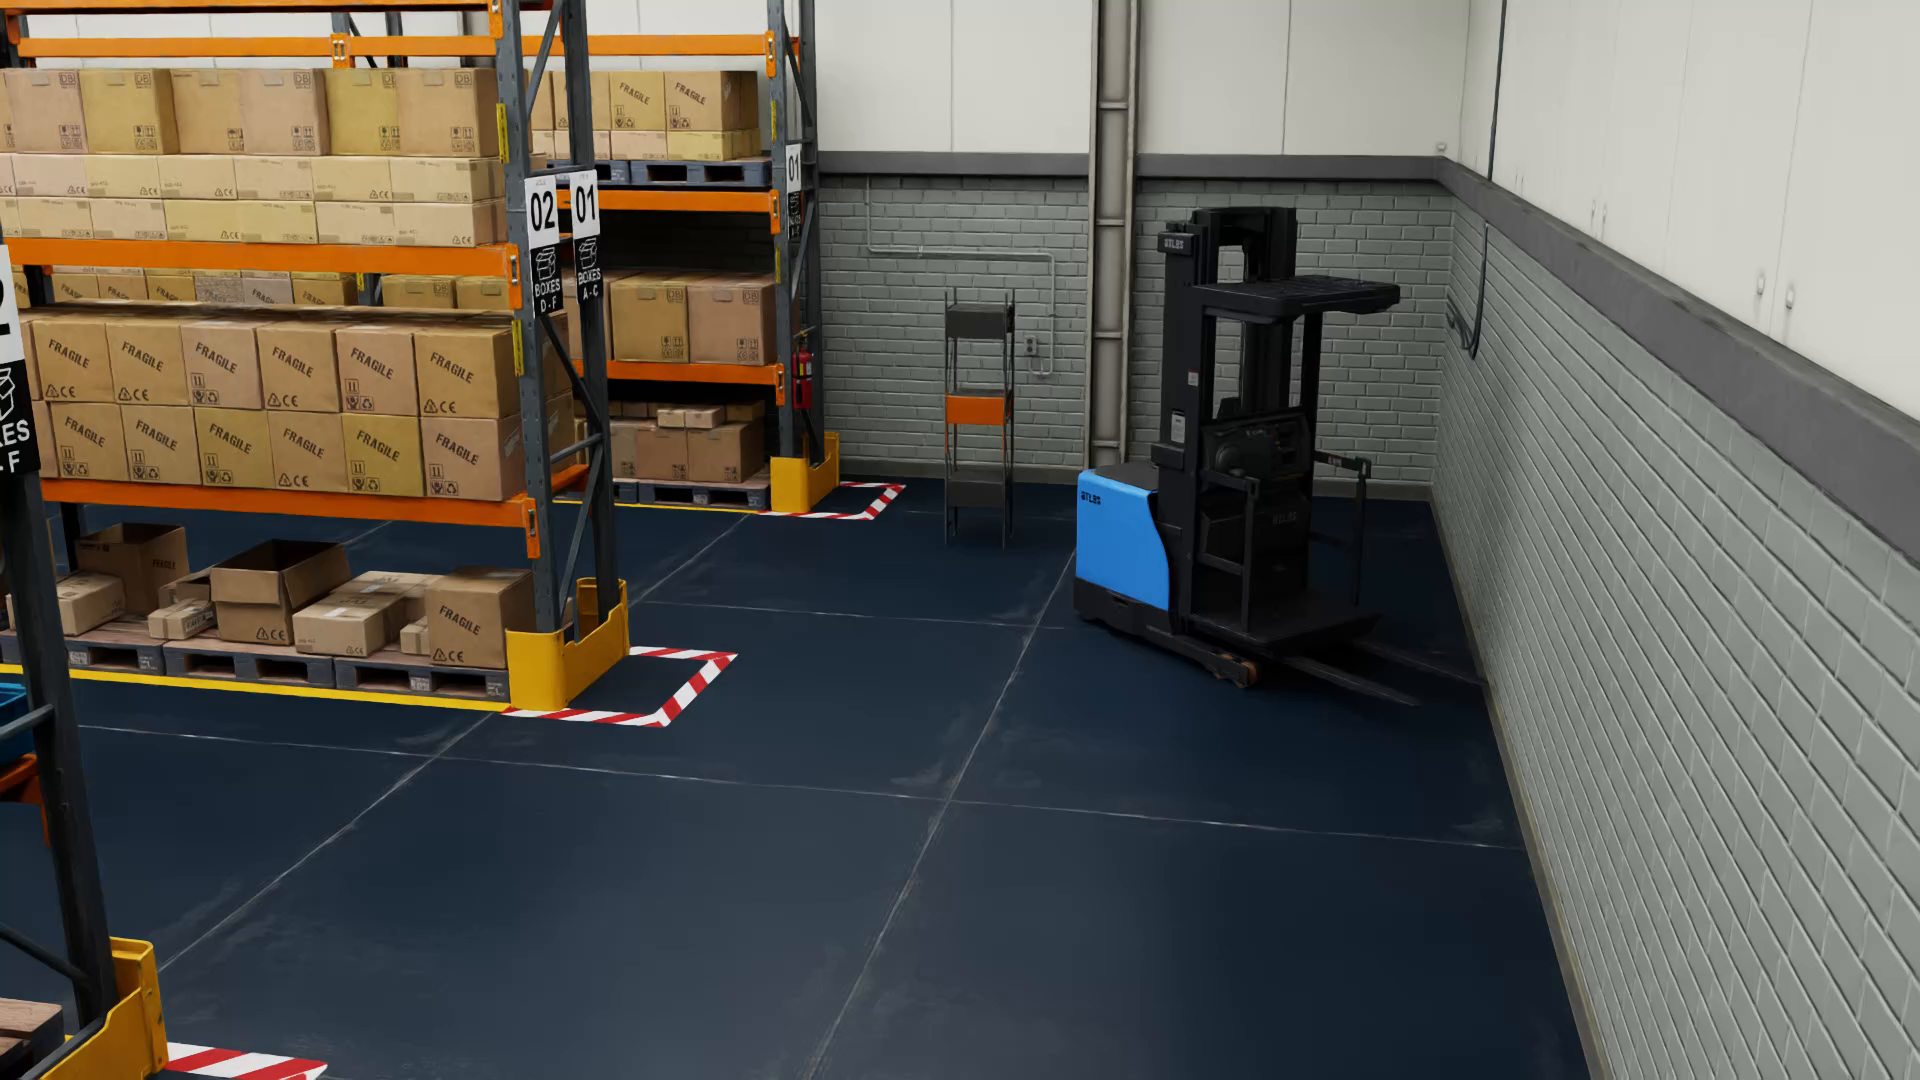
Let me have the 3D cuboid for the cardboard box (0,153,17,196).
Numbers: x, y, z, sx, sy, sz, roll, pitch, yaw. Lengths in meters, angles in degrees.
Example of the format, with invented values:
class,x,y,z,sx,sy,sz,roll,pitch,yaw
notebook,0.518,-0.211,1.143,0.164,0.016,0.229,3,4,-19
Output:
class,x,y,z,sx,sy,sz,roll,pitch,yaw
cardboard box,-5.921,-2.283,10.341,0.500,0.250,0.500,3,16,11

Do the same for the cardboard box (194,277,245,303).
class,x,y,z,sx,sy,sz,roll,pitch,yaw
cardboard box,-6.860,-2.269,15.783,0.500,0.500,0.500,3,16,11

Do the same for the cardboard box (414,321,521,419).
class,x,y,z,sx,sy,sz,roll,pitch,yaw
cardboard box,-2.920,-1.029,10.027,0.500,0.500,0.500,3,16,11

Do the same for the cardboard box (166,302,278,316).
class,x,y,z,sx,sy,sz,roll,pitch,yaw
cardboard box,-4.805,-1.277,10.924,0.500,0.500,0.500,3,16,12

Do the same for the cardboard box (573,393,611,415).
class,x,y,z,sx,sy,sz,roll,pitch,yaw
cardboard box,-3.479,-1.291,15.714,0.250,0.149,0.380,3,16,10

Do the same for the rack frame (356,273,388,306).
class,x,y,z,sx,sy,sz,roll,pitch,yaw
rack frame,-5.365,-2.056,15.795,0.127,3.000,1.000,3,16,11

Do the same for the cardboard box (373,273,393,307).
class,x,y,z,sx,sy,sz,roll,pitch,yaw
cardboard box,-5.765,-2.347,16.066,0.500,0.500,0.500,3,16,9

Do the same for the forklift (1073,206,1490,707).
class,x,y,z,sx,sy,sz,roll,pitch,yaw
forklift,2.065,-0.615,10.723,1.130,2.935,3.031,-10,19,-33

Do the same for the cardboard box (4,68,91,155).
class,x,y,z,sx,sy,sz,roll,pitch,yaw
cardboard box,-5.403,-2.656,10.282,0.500,0.500,0.700,3,16,11

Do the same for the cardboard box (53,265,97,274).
class,x,y,z,sx,sy,sz,roll,pitch,yaw
cardboard box,-8.364,-2.711,15.974,0.500,0.250,0.500,3,16,10

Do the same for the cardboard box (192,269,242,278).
class,x,y,z,sx,sy,sz,roll,pitch,yaw
cardboard box,-6.873,-2.633,15.693,0.500,0.250,0.500,3,16,12

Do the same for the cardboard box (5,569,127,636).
class,x,y,z,sx,sy,sz,roll,pitch,yaw
cardboard box,-5.980,0.403,11.131,0.500,0.311,0.500,3,16,11

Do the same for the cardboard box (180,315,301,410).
class,x,y,z,sx,sy,sz,roll,pitch,yaw
cardboard box,-4.427,-1.109,10.317,0.500,0.500,0.500,4,16,13

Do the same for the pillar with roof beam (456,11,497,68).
class,x,y,z,sx,sy,sz,roll,pitch,yaw
pillar with roof beam,-5.364,-4.010,11.611,0.400,9.000,9.100,3,16,11

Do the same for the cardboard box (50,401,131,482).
class,x,y,z,sx,sy,sz,roll,pitch,yaw
cardboard box,-5.401,-0.683,10.652,0.500,0.500,0.500,3,16,12

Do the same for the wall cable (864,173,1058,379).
class,x,y,z,sx,sy,sz,roll,pitch,yaw
wall cable,-0.002,-2.512,15.539,1.851,1.984,0.084,3,16,11

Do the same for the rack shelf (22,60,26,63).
class,x,y,z,sx,sy,sz,roll,pitch,yaw
rack shelf,-11.245,-4.727,16.296,4.000,0.370,1.077,3,16,11

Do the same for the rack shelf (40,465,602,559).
class,x,y,z,sx,sy,sz,roll,pitch,yaw
rack shelf,-4.388,-0.307,10.828,4.000,0.370,1.077,3,16,11

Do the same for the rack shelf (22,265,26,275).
class,x,y,z,sx,sy,sz,roll,pitch,yaw
rack shelf,-8.308,-1.965,11.196,4.000,0.370,1.077,3,16,11

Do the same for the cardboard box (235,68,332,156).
class,x,y,z,sx,sy,sz,roll,pitch,yaw
cardboard box,-3.920,-2.593,10.055,0.500,0.500,0.700,3,16,11

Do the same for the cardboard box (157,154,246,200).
class,x,y,z,sx,sy,sz,roll,pitch,yaw
cardboard box,-4.453,-2.201,10.044,0.500,0.250,0.500,3,16,11

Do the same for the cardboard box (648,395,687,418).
class,x,y,z,sx,sy,sz,roll,pitch,yaw
cardboard box,-2.730,-1.250,15.568,0.250,0.149,0.380,3,16,12

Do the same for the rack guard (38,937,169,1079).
class,x,y,z,sx,sy,sz,roll,pitch,yaw
rack guard,-3.393,1.951,6.012,0.348,0.500,1.175,3,16,11

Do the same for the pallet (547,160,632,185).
class,x,y,z,sx,sy,sz,roll,pitch,yaw
pallet,-3.373,-3.347,15.003,1.213,0.211,1.003,3,16,11

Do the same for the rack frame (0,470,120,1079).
class,x,y,z,sx,sy,sz,roll,pitch,yaw
rack frame,-3.419,0.749,5.671,0.127,3.000,1.000,3,16,11

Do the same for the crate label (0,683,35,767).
class,x,y,z,sx,sy,sz,roll,pitch,yaw
crate label,-3.596,0.701,6.043,0.303,0.233,0.416,3,16,11

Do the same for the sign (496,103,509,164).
class,x,y,z,sx,sy,sz,roll,pitch,yaw
sign,-2.559,-2.275,9.309,0.005,0.325,0.100,3,16,11

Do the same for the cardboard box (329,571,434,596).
class,x,y,z,sx,sy,sz,roll,pitch,yaw
cardboard box,-3.885,0.410,11.221,0.500,0.250,0.500,3,16,11

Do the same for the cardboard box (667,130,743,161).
class,x,y,z,sx,sy,sz,roll,pitch,yaw
cardboard box,-2.216,-3.437,14.467,0.500,0.250,0.500,4,16,13

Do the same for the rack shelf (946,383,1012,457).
class,x,y,z,sx,sy,sz,roll,pitch,yaw
rack shelf,0.162,-0.990,13.684,0.480,0.518,0.431,3,16,11

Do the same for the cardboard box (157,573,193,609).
class,x,y,z,sx,sy,sz,roll,pitch,yaw
cardboard box,-5.354,0.362,11.581,0.250,0.149,0.380,3,16,11

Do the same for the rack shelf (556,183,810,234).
class,x,y,z,sx,sy,sz,roll,pitch,yaw
rack shelf,-3.405,-3.048,15.106,4.000,0.370,1.077,3,16,11

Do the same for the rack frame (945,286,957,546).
class,x,y,z,sx,sy,sz,roll,pitch,yaw
rack frame,-0.077,-1.016,13.727,0.015,2.100,0.400,3,16,11

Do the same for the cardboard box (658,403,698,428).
class,x,y,z,sx,sy,sz,roll,pitch,yaw
cardboard box,-2.564,-1.137,15.159,0.250,0.149,0.380,4,16,13

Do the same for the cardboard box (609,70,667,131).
class,x,y,z,sx,sy,sz,roll,pitch,yaw
cardboard box,-2.705,-3.825,14.466,0.500,0.500,0.500,4,16,13

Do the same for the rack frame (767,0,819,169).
class,x,y,z,sx,sy,sz,roll,pitch,yaw
rack frame,-1.445,-4.734,14.226,0.127,3.000,1.000,3,16,11

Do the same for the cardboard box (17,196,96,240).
class,x,y,z,sx,sy,sz,roll,pitch,yaw
cardboard box,-5.432,-2.015,10.309,0.500,0.250,0.500,3,16,11

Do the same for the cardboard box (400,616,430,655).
class,x,y,z,sx,sy,sz,roll,pitch,yaw
cardboard box,-3.389,0.597,10.702,0.250,0.166,0.380,3,16,11

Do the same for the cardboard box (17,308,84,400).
class,x,y,z,sx,sy,sz,roll,pitch,yaw
cardboard box,-5.943,-1.191,10.613,0.500,0.500,0.500,4,16,13

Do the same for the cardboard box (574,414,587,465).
class,x,y,z,sx,sy,sz,roll,pitch,yaw
cardboard box,-3.658,-0.932,15.632,0.500,0.500,0.700,3,16,12

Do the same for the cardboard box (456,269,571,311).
class,x,y,z,sx,sy,sz,roll,pitch,yaw
cardboard box,-4.122,-2.127,15.490,0.700,0.700,0.980,3,16,10

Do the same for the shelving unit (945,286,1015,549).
class,x,y,z,sx,sy,sz,roll,pitch,yaw
shelving unit,0.162,-1.003,13.680,0.503,2.100,0.431,3,16,11

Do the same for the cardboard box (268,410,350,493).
class,x,y,z,sx,sy,sz,roll,pitch,yaw
cardboard box,-3.919,-0.603,10.361,0.500,0.500,0.500,3,16,12

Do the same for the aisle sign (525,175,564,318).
class,x,y,z,sx,sy,sz,roll,pitch,yaw
aisle sign,-2.423,-1.716,9.698,0.004,0.787,0.394,3,16,11

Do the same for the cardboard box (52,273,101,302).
class,x,y,z,sx,sy,sz,roll,pitch,yaw
cardboard box,-8.348,-2.347,16.063,0.500,0.500,0.500,4,16,13

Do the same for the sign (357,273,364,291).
class,x,y,z,sx,sy,sz,roll,pitch,yaw
sign,-5.463,-2.433,15.137,0.005,0.325,0.100,3,16,11

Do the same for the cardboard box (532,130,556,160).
class,x,y,z,sx,sy,sz,roll,pitch,yaw
cardboard box,-3.740,-3.518,14.761,0.500,0.250,0.500,3,16,10

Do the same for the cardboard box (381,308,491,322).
class,x,y,z,sx,sy,sz,roll,pitch,yaw
cardboard box,-3.325,-1.196,10.629,0.500,0.500,0.500,3,16,12

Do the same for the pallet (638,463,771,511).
class,x,y,z,sx,sy,sz,roll,pitch,yaw
pallet,-2.244,-0.521,15.479,1.213,0.211,1.003,3,16,11

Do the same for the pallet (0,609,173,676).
class,x,y,z,sx,sy,sz,roll,pitch,yaw
pallet,-5.676,0.621,11.356,1.213,0.211,1.003,3,16,11

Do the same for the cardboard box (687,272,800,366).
class,x,y,z,sx,sy,sz,roll,pitch,yaw
cardboard box,-1.947,-2.012,15.075,0.700,0.700,0.980,4,16,14

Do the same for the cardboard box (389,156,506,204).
class,x,y,z,sx,sy,sz,roll,pitch,yaw
cardboard box,-2.983,-2.122,9.759,0.500,0.250,0.500,3,16,11

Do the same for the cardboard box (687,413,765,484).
class,x,y,z,sx,sy,sz,roll,pitch,yaw
cardboard box,-2.151,-0.852,15.344,0.500,0.500,0.700,3,16,11

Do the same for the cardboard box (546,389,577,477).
class,x,y,z,sx,sy,sz,roll,pitch,yaw
cardboard box,-2.811,-0.688,10.669,0.500,0.500,0.500,3,16,12

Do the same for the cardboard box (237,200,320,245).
class,x,y,z,sx,sy,sz,roll,pitch,yaw
cardboard box,-3.965,-1.931,10.007,0.500,0.250,0.500,3,16,11
